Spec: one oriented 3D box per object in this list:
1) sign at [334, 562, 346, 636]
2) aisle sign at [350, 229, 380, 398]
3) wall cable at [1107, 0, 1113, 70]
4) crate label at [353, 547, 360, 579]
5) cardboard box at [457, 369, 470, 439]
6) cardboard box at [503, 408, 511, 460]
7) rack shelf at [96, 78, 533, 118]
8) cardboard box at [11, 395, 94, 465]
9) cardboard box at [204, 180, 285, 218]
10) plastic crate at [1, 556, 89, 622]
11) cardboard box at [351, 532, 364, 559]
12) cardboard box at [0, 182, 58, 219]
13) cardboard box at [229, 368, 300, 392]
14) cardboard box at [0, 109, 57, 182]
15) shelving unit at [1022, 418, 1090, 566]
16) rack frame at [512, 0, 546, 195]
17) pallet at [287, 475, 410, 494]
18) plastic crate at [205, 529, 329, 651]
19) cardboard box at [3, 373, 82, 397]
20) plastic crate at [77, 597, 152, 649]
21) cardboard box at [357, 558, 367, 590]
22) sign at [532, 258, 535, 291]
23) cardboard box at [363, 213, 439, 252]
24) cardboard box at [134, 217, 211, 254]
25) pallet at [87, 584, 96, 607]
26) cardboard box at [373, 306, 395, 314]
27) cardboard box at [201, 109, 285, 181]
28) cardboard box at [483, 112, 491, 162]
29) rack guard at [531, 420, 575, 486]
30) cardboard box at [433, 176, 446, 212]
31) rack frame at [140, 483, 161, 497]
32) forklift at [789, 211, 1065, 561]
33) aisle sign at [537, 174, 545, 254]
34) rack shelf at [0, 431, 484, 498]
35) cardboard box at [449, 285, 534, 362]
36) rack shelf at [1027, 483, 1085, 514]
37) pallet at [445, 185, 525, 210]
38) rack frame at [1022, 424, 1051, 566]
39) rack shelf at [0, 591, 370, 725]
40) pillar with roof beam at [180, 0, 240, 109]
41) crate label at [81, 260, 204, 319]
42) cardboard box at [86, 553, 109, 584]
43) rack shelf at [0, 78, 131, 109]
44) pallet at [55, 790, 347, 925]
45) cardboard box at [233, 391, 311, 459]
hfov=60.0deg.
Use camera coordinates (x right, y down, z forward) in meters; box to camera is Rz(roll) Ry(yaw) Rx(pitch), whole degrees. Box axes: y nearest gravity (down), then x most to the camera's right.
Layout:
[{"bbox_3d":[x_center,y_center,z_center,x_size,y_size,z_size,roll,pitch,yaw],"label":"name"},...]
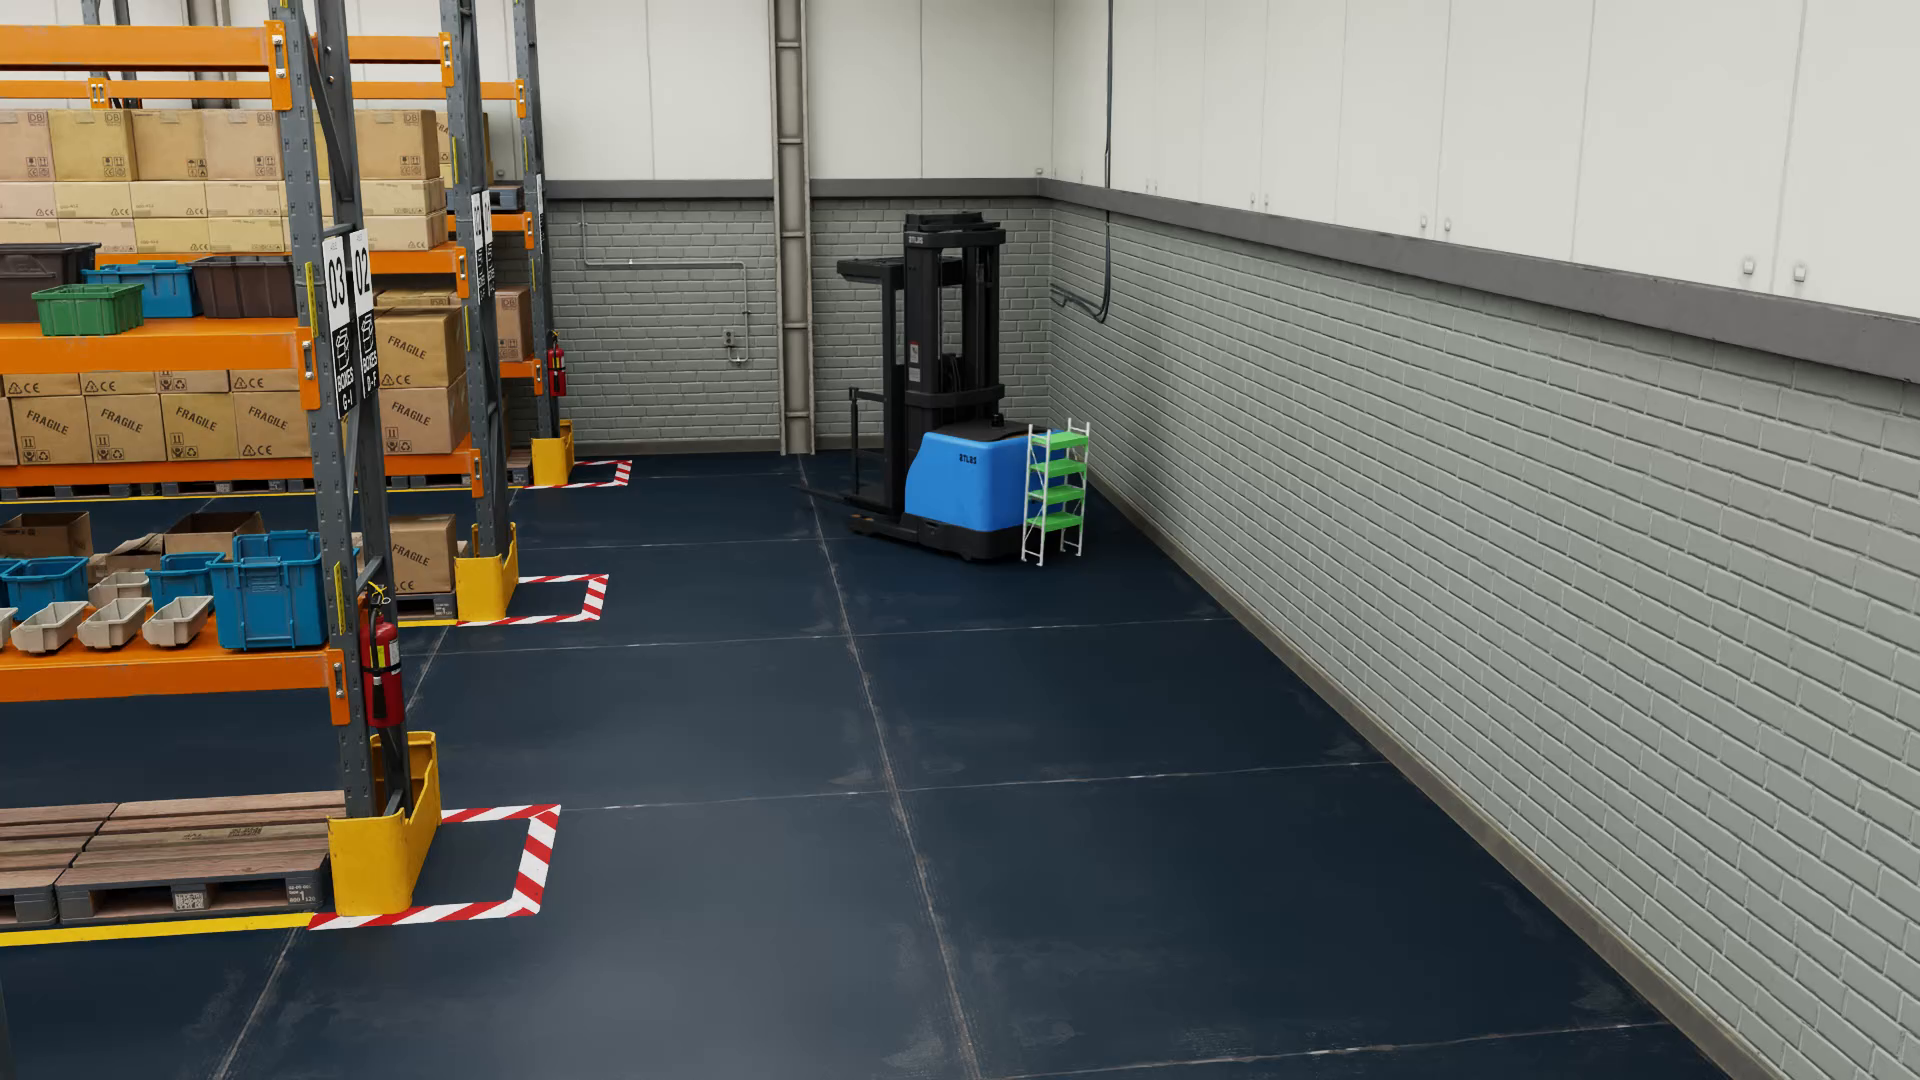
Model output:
[{"bbox_3d":[-2.850,0.270,7.644,0.005,0.325,0.100,-2,14,-8],"label":"sign"},{"bbox_3d":[-2.921,-1.118,8.168,0.004,0.787,0.394,-2,14,-8],"label":"aisle sign"},{"bbox_3d":[1.626,-5.487,14.605,0.112,2.526,3.097,-2,14,-8],"label":"wall cable"},{"bbox_3d":[-3.241,0.199,8.482,0.303,0.233,0.416,-2,14,-8],"label":"crate label"},{"bbox_3d":[-4.160,-1.070,13.117,0.500,0.500,0.500,-2,14,-7],"label":"cardboard box"},{"bbox_3d":[-5.101,-1.108,17.747,0.500,0.500,0.700,-2,14,-8],"label":"cardboard box"},{"bbox_3d":[-6.401,-4.460,16.809,4.000,0.370,1.077,-2,14,-8],"label":"rack shelf"},{"bbox_3d":[-6.587,-0.850,12.240,0.500,0.500,0.500,-2,14,-7],"label":"cardboard box"},{"bbox_3d":[-5.141,-2.484,12.073,0.500,0.250,0.500,-2,14,-8],"label":"cardboard box"},{"bbox_3d":[-4.543,0.247,8.292,0.300,0.233,0.416,-2,14,-8],"label":"plastic crate"},{"bbox_3d":[-4.756,0.116,13.343,0.500,0.250,0.500,-2,14,-8],"label":"cardboard box"},{"bbox_3d":[-6.625,-2.431,11.861,0.500,0.250,0.500,-2,14,-8],"label":"cardboard box"},{"bbox_3d":[-5.092,-1.387,12.326,0.500,0.500,0.500,-2,14,-7],"label":"cardboard box"},{"bbox_3d":[-6.647,-2.829,11.907,0.500,0.500,0.700,-2,14,-8],"label":"cardboard box"},{"bbox_3d":[0.829,-0.421,14.402,0.503,1.200,0.258,-13,23,-42],"label":"shelving unit"},{"bbox_3d":[-4.424,-5.076,16.962,0.127,3.000,1.000,-2,14,-8],"label":"rack frame"},{"bbox_3d":[-6.406,-0.722,17.667,1.213,0.211,1.003,-2,14,-8],"label":"pallet"},{"bbox_3d":[-3.251,0.228,7.950,0.499,0.435,0.616,-2,14,-8],"label":"plastic crate"},{"bbox_3d":[-6.619,-1.331,12.102,0.500,0.500,0.500,-3,14,-10],"label":"cardboard box"},{"bbox_3d":[-4.016,0.396,7.894,0.243,0.136,0.396,-2,14,-8],"label":"plastic crate"},{"bbox_3d":[-4.597,0.259,12.945,0.250,0.166,0.380,-2,14,-8],"label":"cardboard box"},{"bbox_3d":[-4.356,-2.711,16.999,0.005,0.325,0.100,-2,14,-8],"label":"sign"},{"bbox_3d":[-4.151,-2.275,12.267,0.500,0.250,0.500,-2,14,-8],"label":"cardboard box"},{"bbox_3d":[-5.636,-2.224,12.064,0.500,0.250,0.500,-2,14,-8],"label":"cardboard box"},{"bbox_3d":[-6.958,0.499,12.800,1.213,0.211,1.003,-2,14,-8],"label":"pallet"},{"bbox_3d":[-4.676,-1.534,12.913,0.500,0.500,0.500,-2,14,-8],"label":"cardboard box"},{"bbox_3d":[-5.173,-2.899,12.186,0.500,0.500,0.700,-2,14,-8],"label":"cardboard box"},{"bbox_3d":[-5.181,-4.196,17.316,0.500,0.500,0.500,-3,14,-10],"label":"cardboard box"},{"bbox_3d":[-4.400,-0.954,17.999,0.348,0.500,1.175,-2,14,-8],"label":"rack guard"},{"bbox_3d":[-4.229,-2.643,12.709,0.500,0.250,0.500,-2,14,-8],"label":"cardboard box"},{"bbox_3d":[-8.379,-2.021,17.113,0.127,3.000,1.000,-2,14,-8],"label":"rack frame"},{"bbox_3d":[-0.426,-1.534,15.313,1.130,2.935,3.031,-13,19,-41],"label":"forklift"},{"bbox_3d":[-4.308,-3.357,17.098,0.004,0.787,0.394,-2,14,-8],"label":"aisle sign"},{"bbox_3d":[-5.660,-0.553,12.739,4.000,0.370,1.077,-2,14,-8],"label":"rack shelf"},{"bbox_3d":[-4.926,-2.290,17.572,0.700,0.700,0.980,-1,14,-6],"label":"cardboard box"},{"bbox_3d":[0.826,-0.360,14.421,0.480,0.148,0.258,-13,23,-42],"label":"rack shelf"},{"bbox_3d":[-5.156,-3.548,17.220,1.213,0.211,1.003,-2,14,-8],"label":"pallet"},{"bbox_3d":[0.651,-0.381,14.240,0.015,1.200,0.240,-13,23,-42],"label":"rack frame"},{"bbox_3d":[-4.925,0.639,7.988,4.000,0.370,1.077,-2,14,-8],"label":"rack shelf"},{"bbox_3d":[-7.174,-4.129,13.185,0.400,9.000,9.100,-2,14,-8],"label":"pillar with roof beam"},{"bbox_3d":[-3.908,-1.210,8.019,0.502,0.251,0.408,-2,14,-8],"label":"crate label"},{"bbox_3d":[-6.754,0.223,13.122,0.250,0.149,0.380,-2,14,-8],"label":"cardboard box"},{"bbox_3d":[-10.357,-4.315,16.231,4.000,0.370,1.077,-2,14,-8],"label":"rack shelf"},{"bbox_3d":[-3.769,1.590,8.446,1.213,0.211,1.003,-2,14,-8],"label":"pallet"},{"bbox_3d":[-5.091,-0.905,12.457,0.500,0.500,0.500,-2,14,-8],"label":"cardboard box"}]
